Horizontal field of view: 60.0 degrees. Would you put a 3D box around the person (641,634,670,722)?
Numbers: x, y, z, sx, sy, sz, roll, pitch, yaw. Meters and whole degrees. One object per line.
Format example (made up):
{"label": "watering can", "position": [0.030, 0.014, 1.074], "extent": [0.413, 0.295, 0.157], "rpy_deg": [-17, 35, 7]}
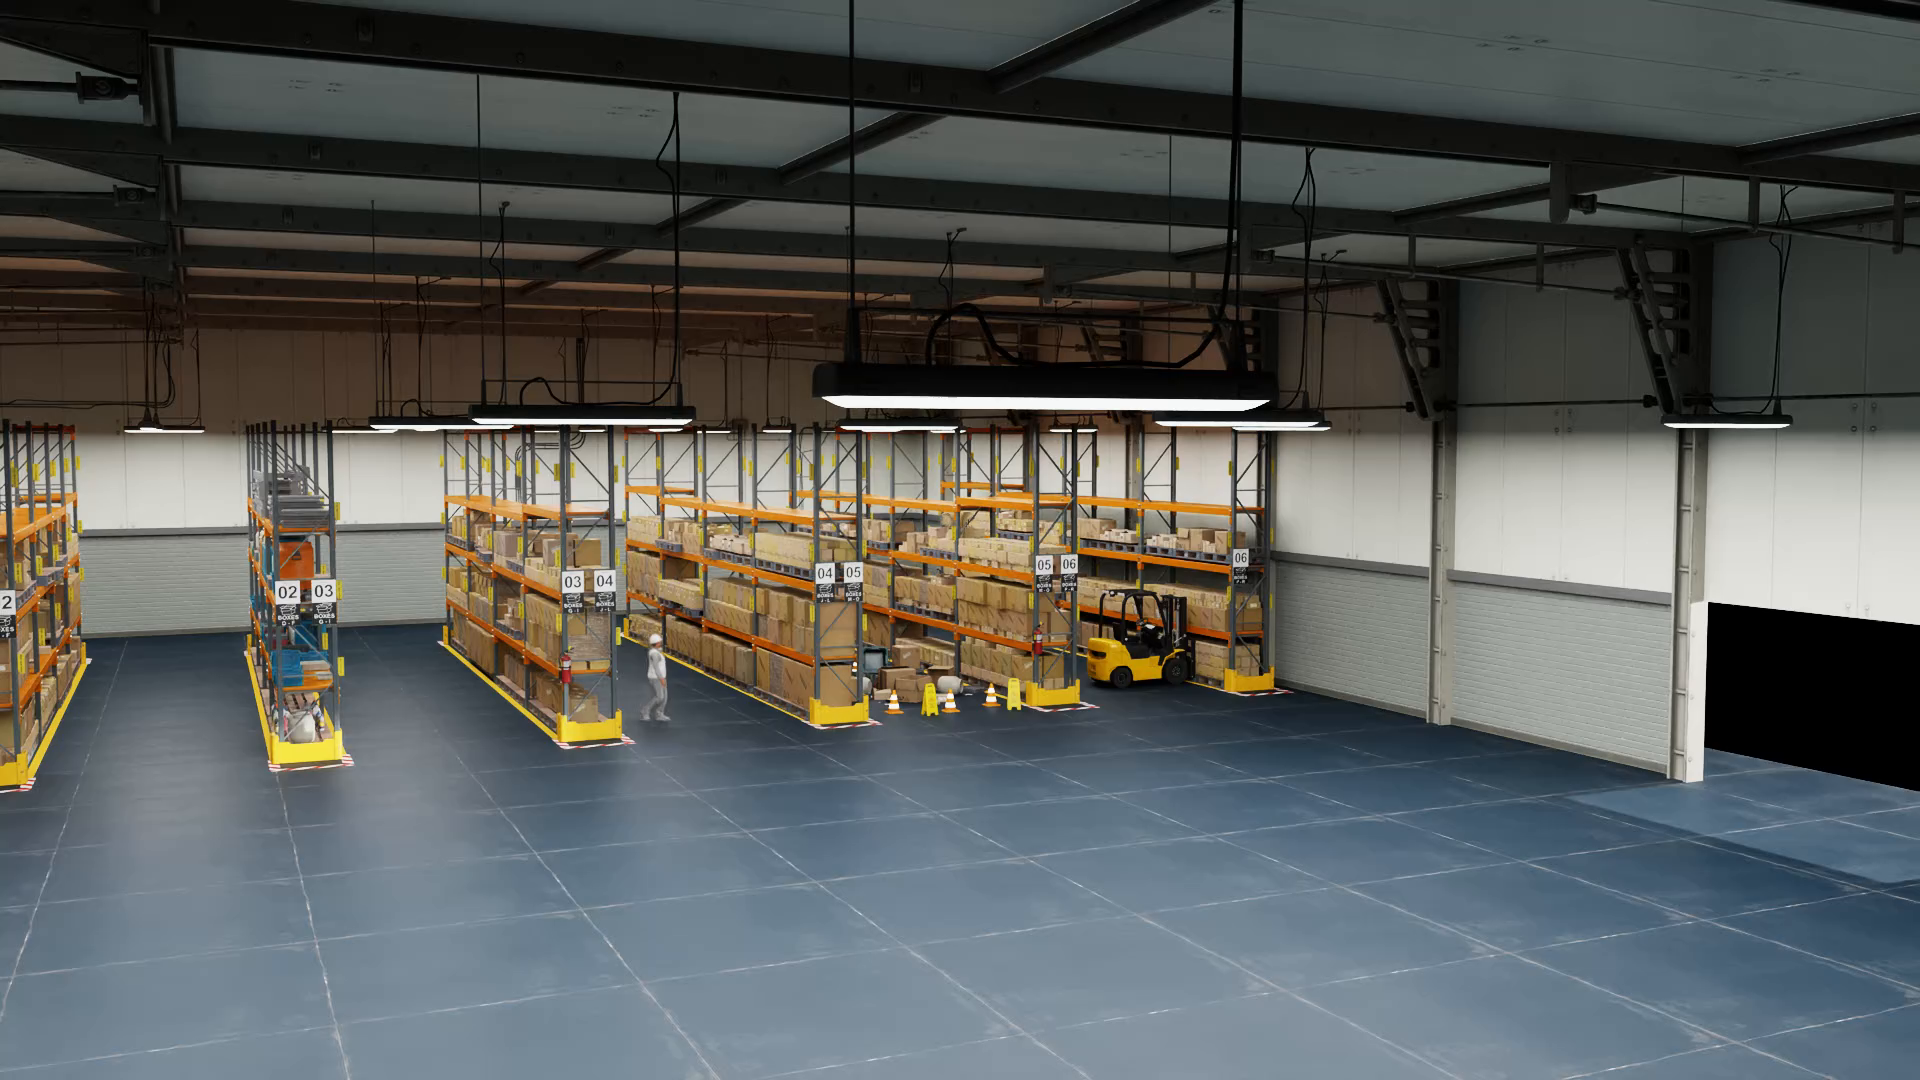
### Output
{"label": "person", "position": [-6.127, 2.770, 33.458], "extent": [0.585, 1.770, 0.575], "rpy_deg": [0, 4, 3]}
